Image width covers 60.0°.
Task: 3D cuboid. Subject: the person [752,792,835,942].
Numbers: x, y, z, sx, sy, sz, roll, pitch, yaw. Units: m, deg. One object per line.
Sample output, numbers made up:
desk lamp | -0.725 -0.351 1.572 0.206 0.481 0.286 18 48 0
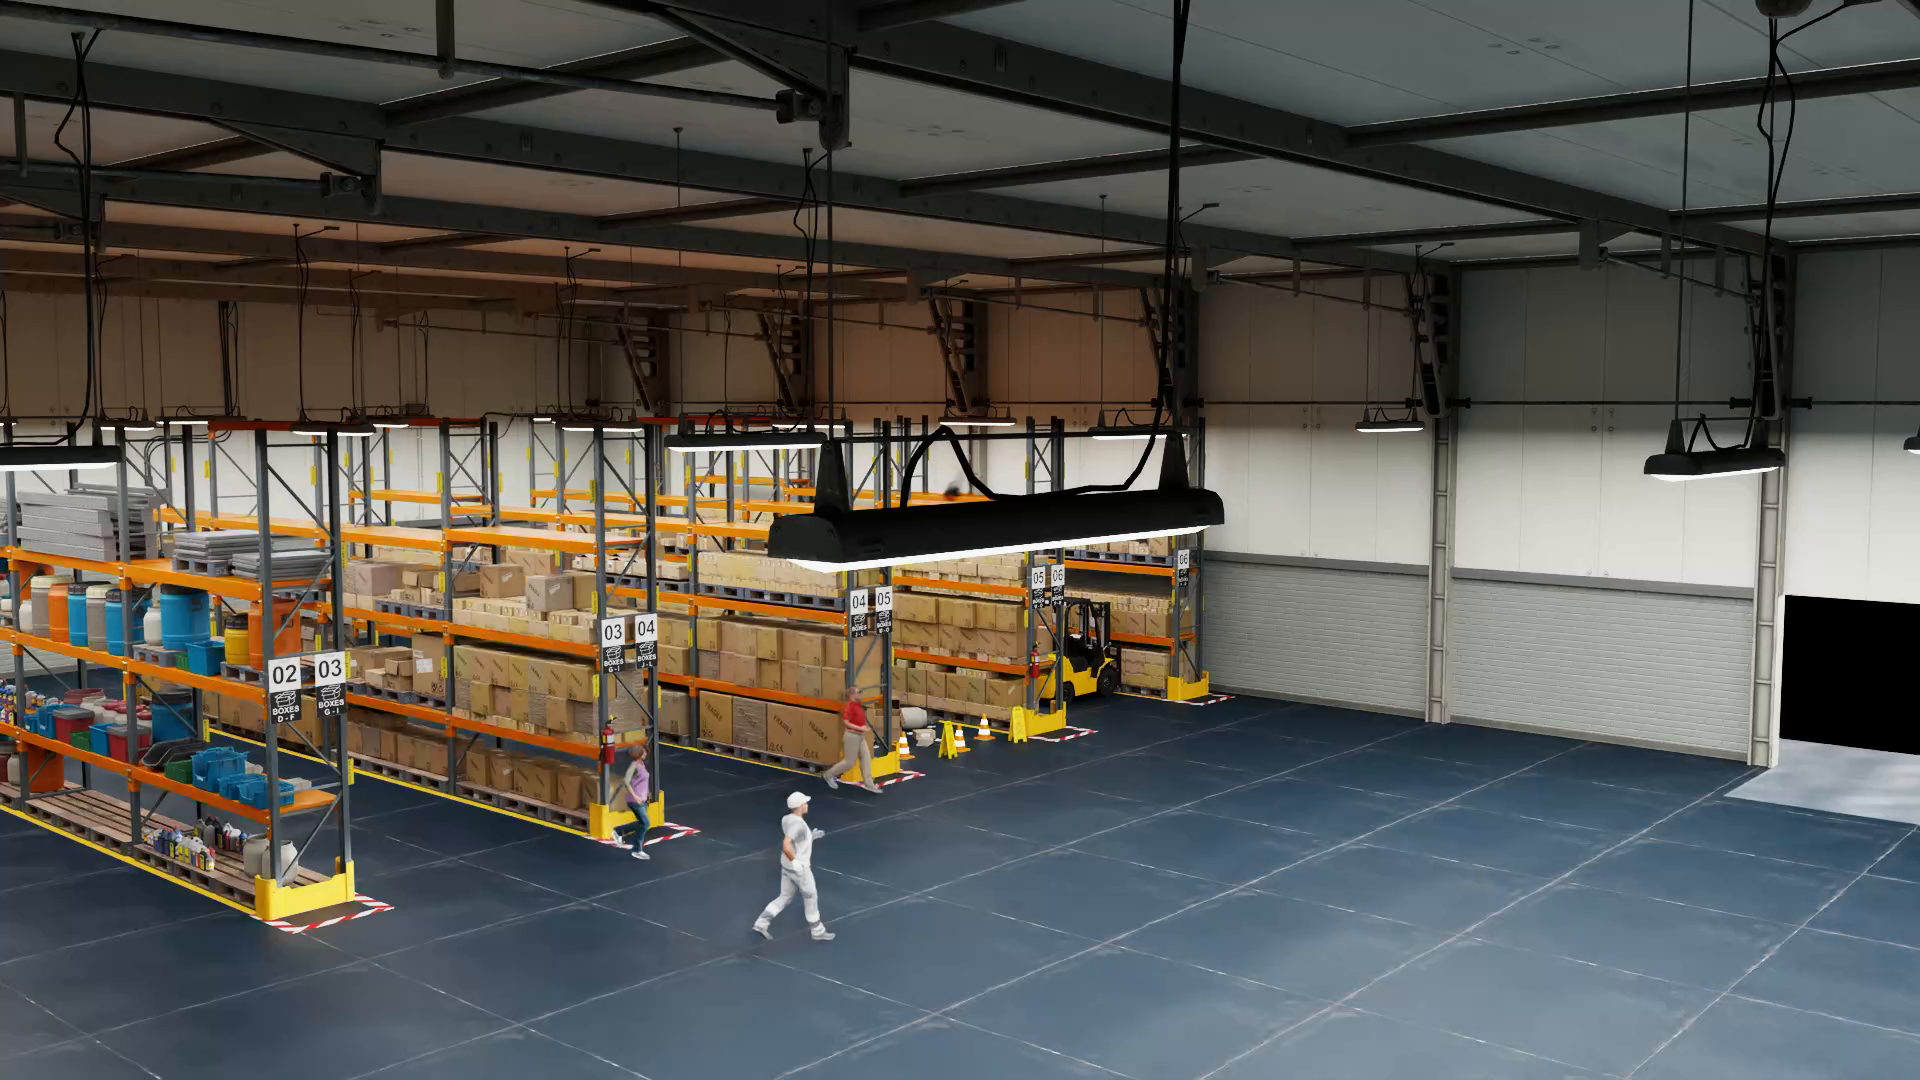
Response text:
person | -1.920 3.800 19.264 1.004 1.777 0.662 -2 5 -27

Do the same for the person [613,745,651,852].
person | -4.570 3.597 23.236 0.545 1.454 0.584 0 5 6

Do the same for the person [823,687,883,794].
person | -1.720 3.235 26.924 0.987 1.732 0.692 1 5 13
